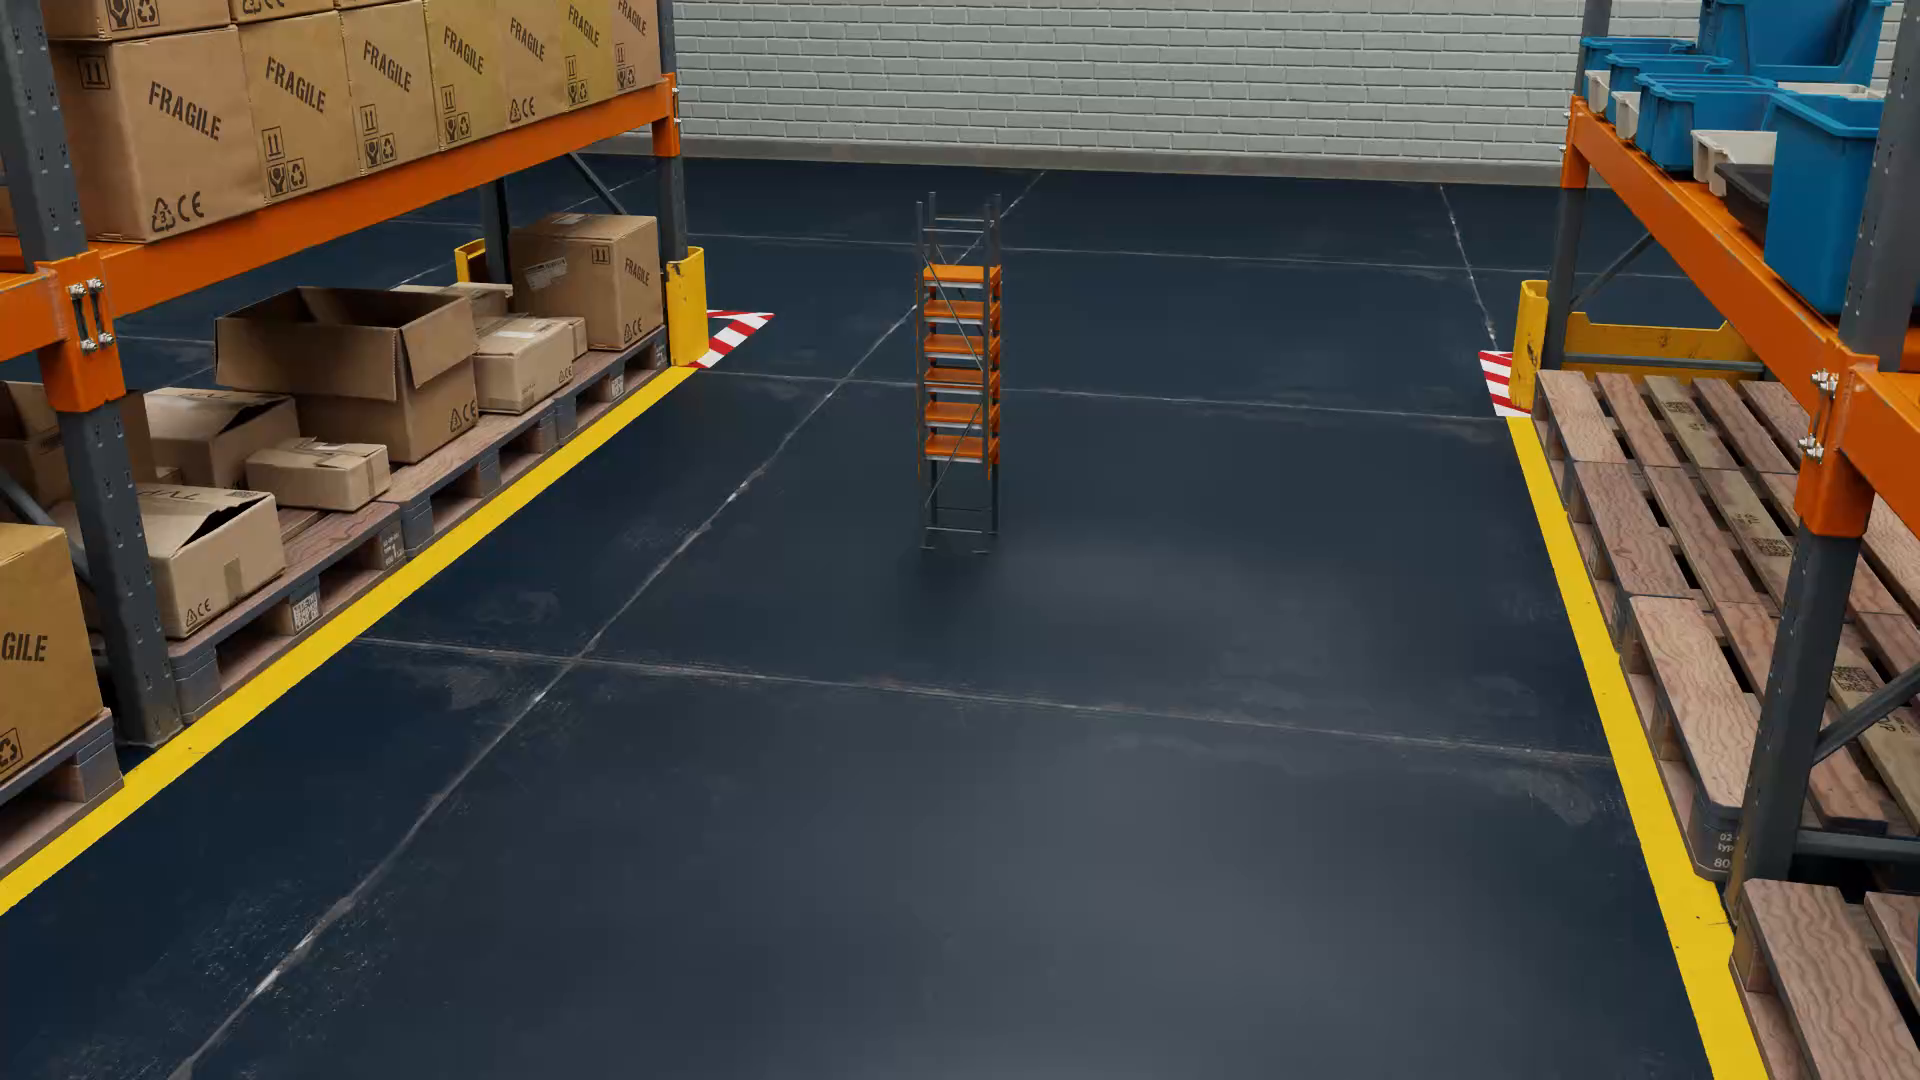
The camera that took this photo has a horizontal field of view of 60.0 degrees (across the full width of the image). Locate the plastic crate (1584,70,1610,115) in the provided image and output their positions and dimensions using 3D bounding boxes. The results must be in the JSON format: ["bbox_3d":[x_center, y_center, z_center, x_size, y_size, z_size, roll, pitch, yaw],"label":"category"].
[{"bbox_3d":[2.518,-1.698,6.328,0.250,0.136,0.298,4,22,11],"label":"plastic crate"}]

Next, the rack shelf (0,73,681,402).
[{"bbox_3d":[-2.219,-1.283,5.987,1.077,0.370,4.000,4,22,11],"label":"rack shelf"}]

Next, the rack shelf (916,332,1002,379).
[{"bbox_3d":[-0.003,-0.621,5.588,0.258,0.103,0.180,4,22,11],"label":"rack shelf"}]

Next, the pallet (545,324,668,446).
[{"bbox_3d":[-1.988,-0.735,7.397,1.003,0.211,1.213,4,22,11],"label":"pallet"}]

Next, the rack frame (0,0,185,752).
[{"bbox_3d":[-2.627,-0.885,4.036,1.000,3.000,0.127,4,22,11],"label":"rack frame"}]

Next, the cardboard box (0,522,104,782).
[{"bbox_3d":[-2.447,0.273,3.919,0.500,0.500,0.500,4,22,11],"label":"cardboard box"}]

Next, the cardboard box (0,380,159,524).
[{"bbox_3d":[-2.789,-0.160,4.992,0.500,0.500,0.500,4,22,11],"label":"cardboard box"}]

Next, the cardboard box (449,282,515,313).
[{"bbox_3d":[-2.233,-1.103,7.804,0.380,0.149,0.250,4,22,11],"label":"cardboard box"}]

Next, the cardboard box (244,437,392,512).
[{"bbox_3d":[-2.163,-0.229,5.611,0.380,0.166,0.250,4,22,11],"label":"cardboard box"}]

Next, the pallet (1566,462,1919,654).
[{"bbox_3d":[2.580,0.068,5.403,1.003,0.211,1.213,4,22,11],"label":"pallet"}]

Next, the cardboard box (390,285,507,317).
[{"bbox_3d":[-2.302,-0.917,7.206,0.500,0.250,0.500,4,22,11],"label":"cardboard box"}]

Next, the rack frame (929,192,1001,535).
[{"bbox_3d":[0.016,-0.585,5.699,0.240,1.200,0.006,4,22,11],"label":"rack frame"}]

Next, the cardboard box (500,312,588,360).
[{"bbox_3d":[-1.852,-0.879,7.225,0.380,0.166,0.250,4,22,11],"label":"cardboard box"}]

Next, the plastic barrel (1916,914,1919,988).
[{"bbox_3d":[2.093,0.470,2.918,0.600,0.901,0.708,4,22,11],"label":"plastic barrel"}]

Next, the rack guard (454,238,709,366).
[{"bbox_3d":[-1.827,-1.161,8.067,1.175,0.500,0.348,4,22,11],"label":"rack guard"}]

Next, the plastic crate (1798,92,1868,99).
[{"bbox_3d":[2.975,-1.458,5.731,0.396,0.136,0.243,4,22,11],"label":"plastic crate"}]

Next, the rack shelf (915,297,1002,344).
[{"bbox_3d":[-0.003,-0.733,5.543,0.258,0.103,0.180,4,22,11],"label":"rack shelf"}]

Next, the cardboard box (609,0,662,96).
[{"bbox_3d":[-1.636,-2.210,7.192,0.500,0.500,0.500,5,23,13],"label":"cardboard box"}]

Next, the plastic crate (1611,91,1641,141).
[{"bbox_3d":[2.380,-1.450,5.712,0.250,0.136,0.298,4,22,11],"label":"plastic crate"}]

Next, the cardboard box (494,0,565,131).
[{"bbox_3d":[-1.846,-1.838,6.268,0.500,0.500,0.500,5,22,11],"label":"cardboard box"}]

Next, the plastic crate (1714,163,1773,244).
[{"bbox_3d":[2.187,-0.836,4.203,0.437,0.125,0.590,4,22,11],"label":"plastic crate"}]

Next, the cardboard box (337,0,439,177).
[{"bbox_3d":[-2.051,-1.468,5.348,0.500,0.500,0.500,4,22,11],"label":"cardboard box"}]

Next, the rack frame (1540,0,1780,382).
[{"bbox_3d":[3.037,-1.969,6.728,1.000,3.000,0.127,4,22,11],"label":"rack frame"}]

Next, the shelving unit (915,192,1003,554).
[{"bbox_3d":[-0.003,-0.551,5.616,0.258,1.200,0.189,4,22,11],"label":"shelving unit"}]

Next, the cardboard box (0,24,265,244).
[{"bbox_3d":[-2.256,-1.097,4.429,0.500,0.500,0.500,5,22,12],"label":"cardboard box"}]

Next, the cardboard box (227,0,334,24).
[{"bbox_3d":[-2.151,-1.735,4.674,0.500,0.500,0.500,4,22,9],"label":"cardboard box"}]

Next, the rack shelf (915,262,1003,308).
[{"bbox_3d":[-0.003,-0.844,5.498,0.258,0.103,0.180,4,22,11],"label":"rack shelf"}]

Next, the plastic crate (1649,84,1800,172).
[{"bbox_3d":[2.335,-1.263,5.118,0.416,0.233,0.300,4,22,11],"label":"plastic crate"}]

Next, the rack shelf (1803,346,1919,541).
[{"bbox_3d":[1.813,0.559,1.414,1.077,0.370,4.000,4,22,11],"label":"rack shelf"}]

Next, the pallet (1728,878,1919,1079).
[{"bbox_3d":[2.023,1.066,2.924,1.003,0.211,1.213,4,22,11],"label":"pallet"}]

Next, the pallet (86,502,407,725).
[{"bbox_3d":[-2.486,0.157,5.181,1.003,0.211,1.213,4,22,11],"label":"pallet"}]

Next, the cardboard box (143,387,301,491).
[{"bbox_3d":[-2.636,-0.346,5.709,0.500,0.311,0.500,4,22,11],"label":"cardboard box"}]

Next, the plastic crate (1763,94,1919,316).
[{"bbox_3d":[1.983,-0.723,3.576,0.392,0.384,0.575,4,22,11],"label":"plastic crate"}]
